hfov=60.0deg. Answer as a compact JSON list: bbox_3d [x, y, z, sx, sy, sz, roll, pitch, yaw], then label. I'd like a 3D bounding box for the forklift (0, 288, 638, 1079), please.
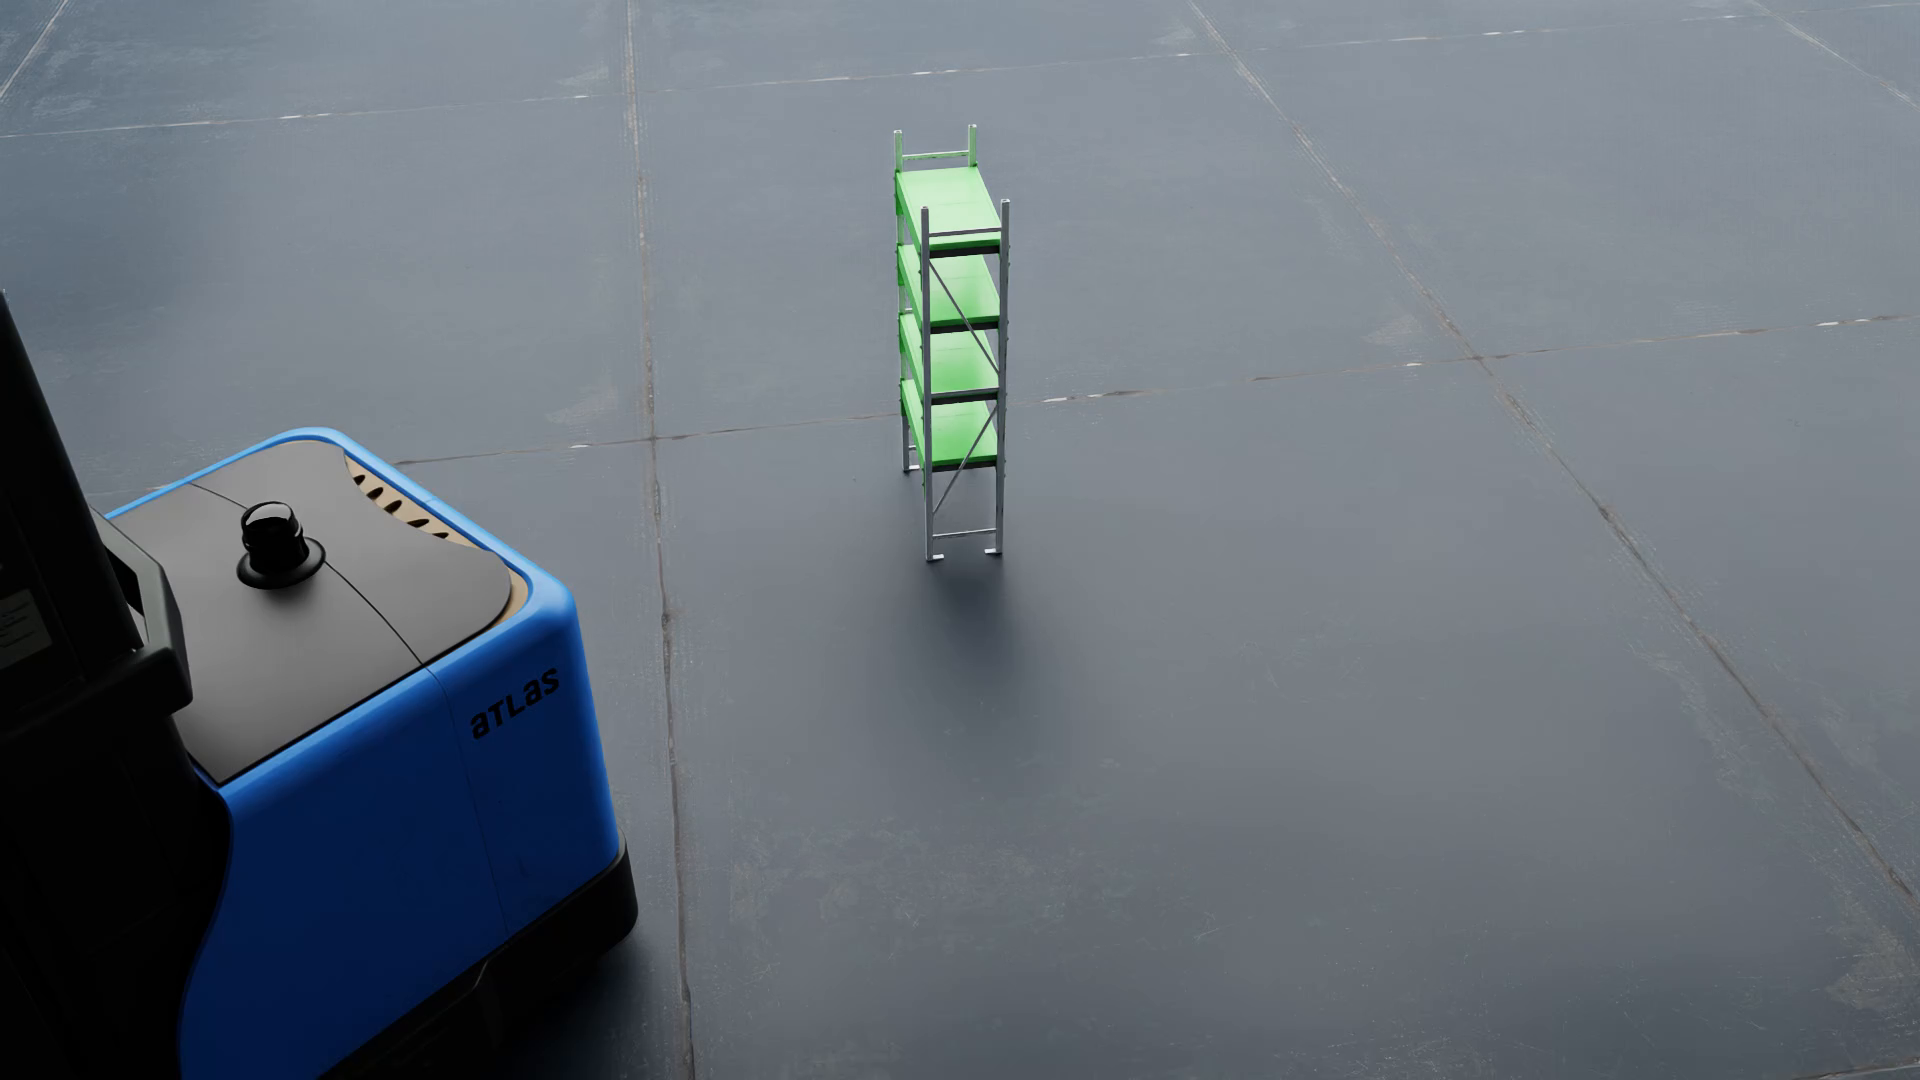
[{"bbox_3d":[-2.126,0.273,2.509,1.130,2.935,3.031,29,46,32],"label":"forklift"}]

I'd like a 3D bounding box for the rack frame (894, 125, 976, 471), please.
[{"bbox_3d":[-0.072,-0.721,5.200,0.240,1.200,0.015,-6,38,-8],"label":"rack frame"}]

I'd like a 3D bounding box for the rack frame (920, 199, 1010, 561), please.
[{"bbox_3d":[0.014,-0.426,4.821,0.240,1.200,0.015,-6,38,-8],"label":"rack frame"}]

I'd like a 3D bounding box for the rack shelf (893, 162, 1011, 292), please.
[{"bbox_3d":[-0.029,-0.902,4.755,0.258,0.148,0.480,-6,38,-8],"label":"rack shelf"}]

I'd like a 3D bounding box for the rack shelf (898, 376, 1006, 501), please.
[{"bbox_3d":[-0.029,-0.334,5.197,0.258,0.148,0.480,-6,38,-8],"label":"rack shelf"}]

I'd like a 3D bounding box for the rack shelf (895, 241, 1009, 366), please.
[{"bbox_3d":[-0.029,-0.713,4.903,0.258,0.148,0.480,-6,38,-8],"label":"rack shelf"}]

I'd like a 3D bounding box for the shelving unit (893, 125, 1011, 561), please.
[{"bbox_3d":[-0.029,-0.574,5.011,0.258,1.200,0.503,-6,38,-8],"label":"shelving unit"}]

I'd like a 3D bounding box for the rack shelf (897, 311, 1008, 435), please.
[{"bbox_3d":[-0.029,-0.523,5.050,0.258,0.148,0.480,-6,38,-8],"label":"rack shelf"}]
